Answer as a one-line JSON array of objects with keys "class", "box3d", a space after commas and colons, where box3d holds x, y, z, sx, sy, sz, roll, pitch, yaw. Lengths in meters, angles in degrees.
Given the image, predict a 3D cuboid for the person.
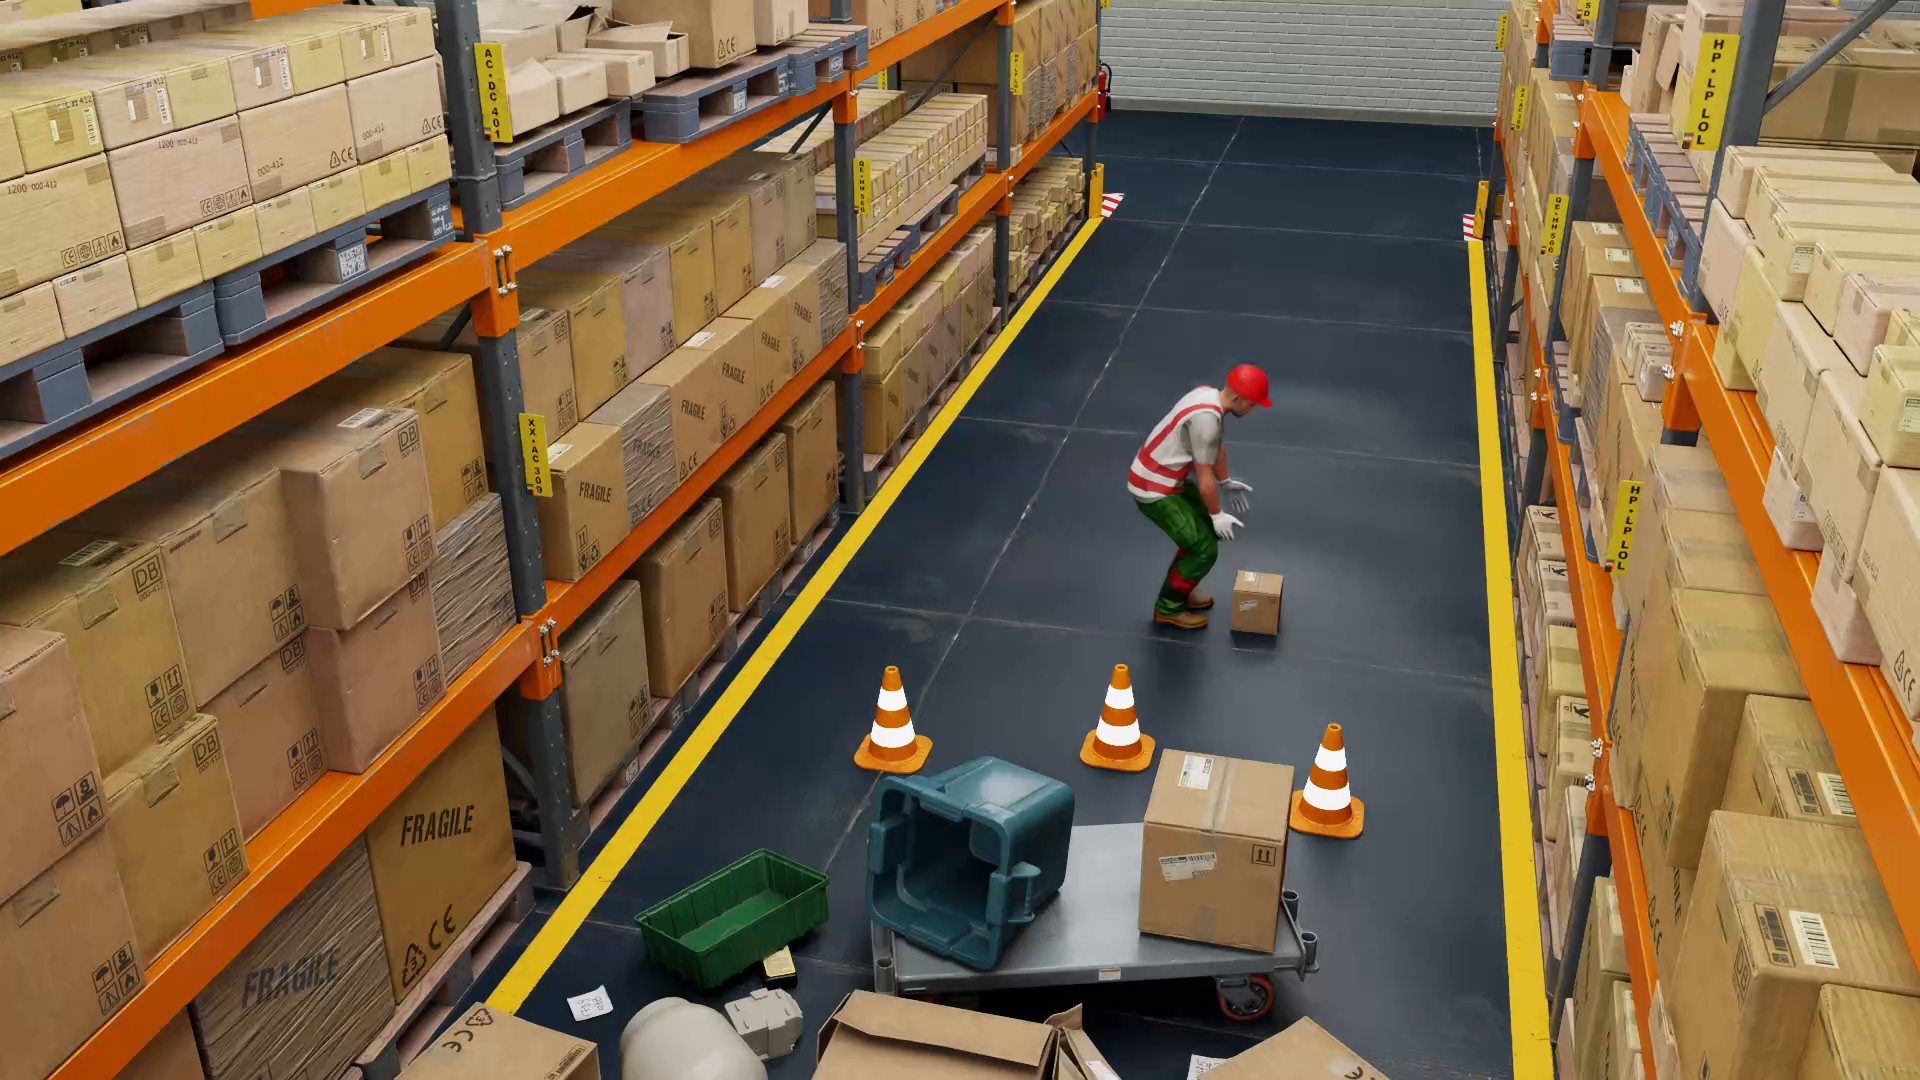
[{"class": "person", "box3d": [1.279, -0.267, 9.026, 0.731, 1.471, 0.582, 6, 26, 13]}]
